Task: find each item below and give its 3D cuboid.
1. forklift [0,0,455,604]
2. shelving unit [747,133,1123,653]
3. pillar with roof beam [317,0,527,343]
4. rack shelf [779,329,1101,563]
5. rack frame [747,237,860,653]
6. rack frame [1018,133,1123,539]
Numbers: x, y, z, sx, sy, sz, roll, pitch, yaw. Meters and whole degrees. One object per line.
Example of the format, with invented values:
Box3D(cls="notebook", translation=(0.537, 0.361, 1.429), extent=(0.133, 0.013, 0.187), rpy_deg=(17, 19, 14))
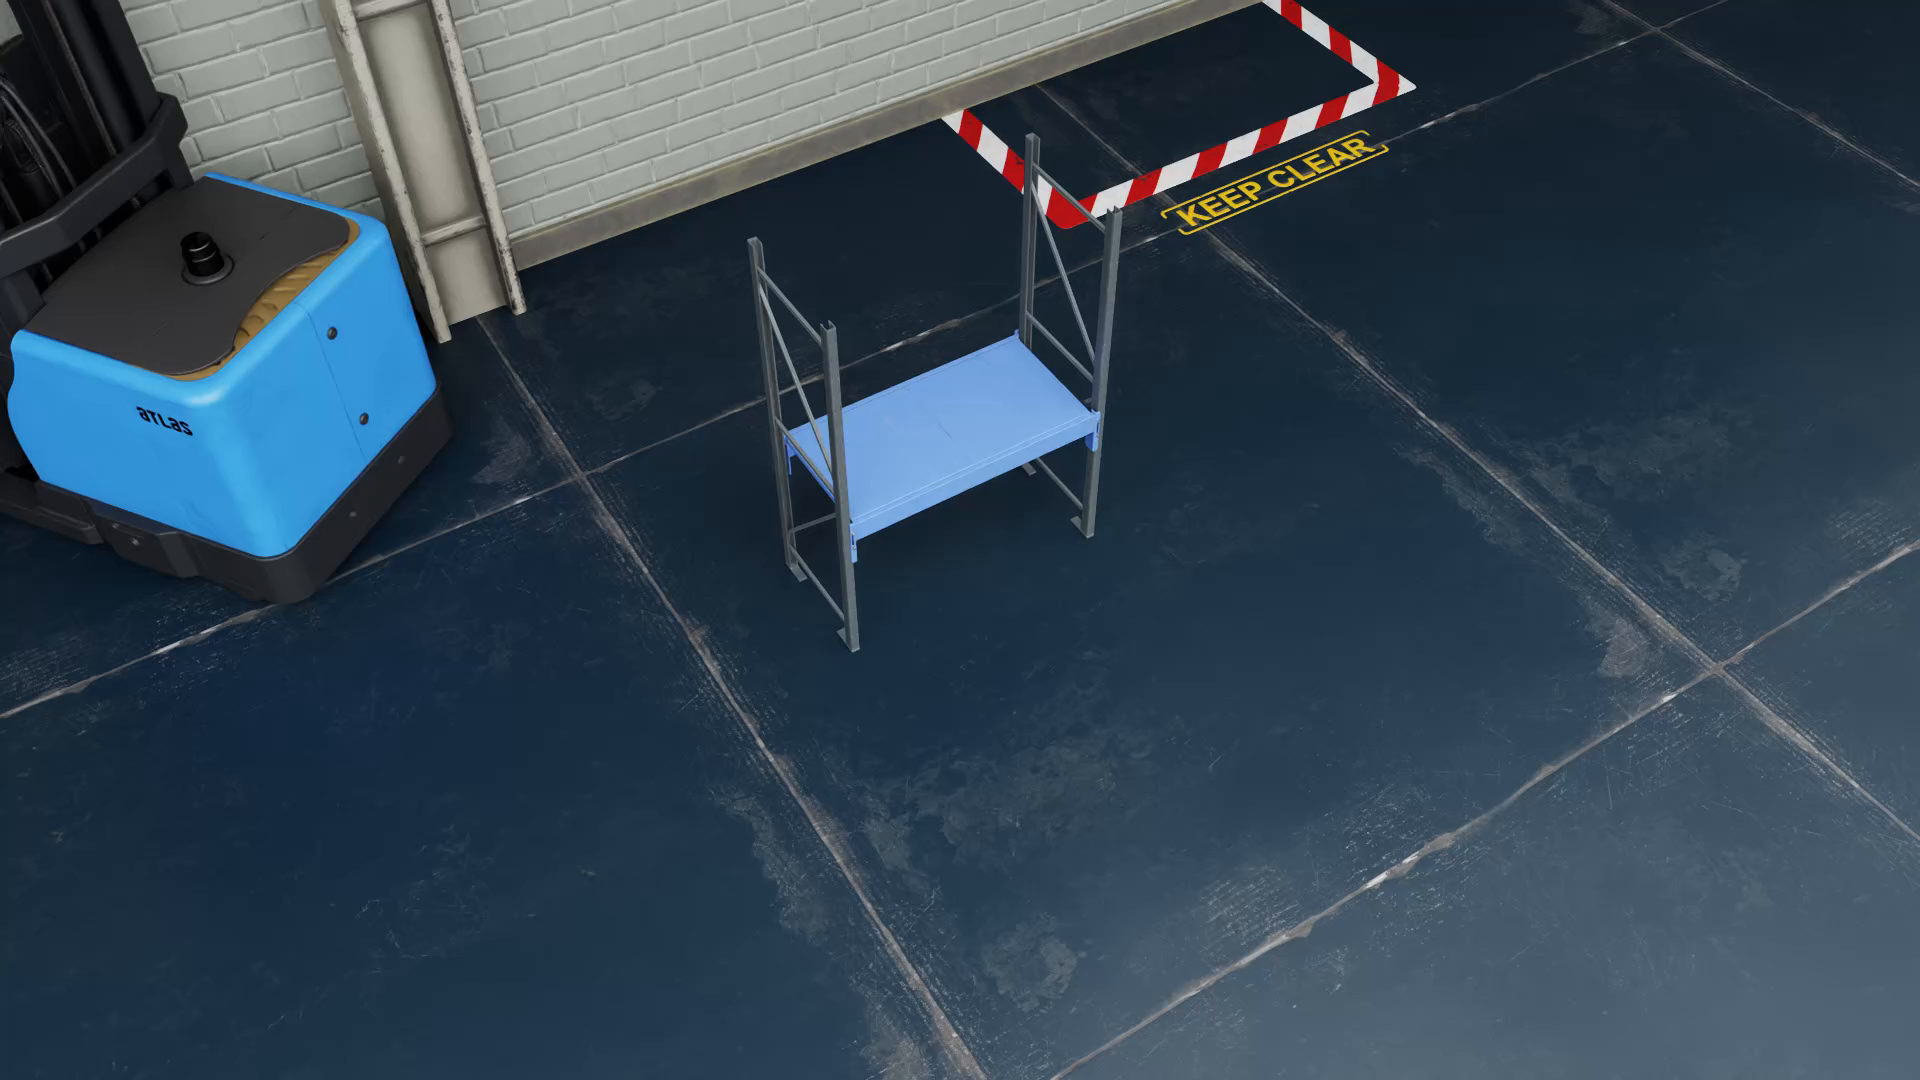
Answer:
Box3D(cls="forklift", translation=(-3.553, -1.467, 5.593), extent=(3.031, 2.935, 1.130), rpy_deg=(17, 51, 15))
Box3D(cls="shelving unit", translation=(-0.072, -0.465, 5.660), extent=(1.048, 1.500, 0.538), rpy_deg=(-25, 53, -21))
Box3D(cls="pillar with roof beam", translation=(0.195, -1.274, 1.359), extent=(0.400, 9.000, 9.100), rpy_deg=(-25, 53, -21))
Box3D(cls="rack shelf", translation=(-0.072, -0.345, 5.794), extent=(1.000, 0.185, 0.538), rpy_deg=(-25, 53, -21))
Box3D(cls="rack frame", translation=(-0.502, -0.262, 5.479), extent=(0.032, 1.500, 0.500), rpy_deg=(-25, 53, -21))
Box3D(cls="rack frame", translation=(0.358, -0.667, 5.840), extent=(0.032, 1.500, 0.500), rpy_deg=(-25, 53, -21))
